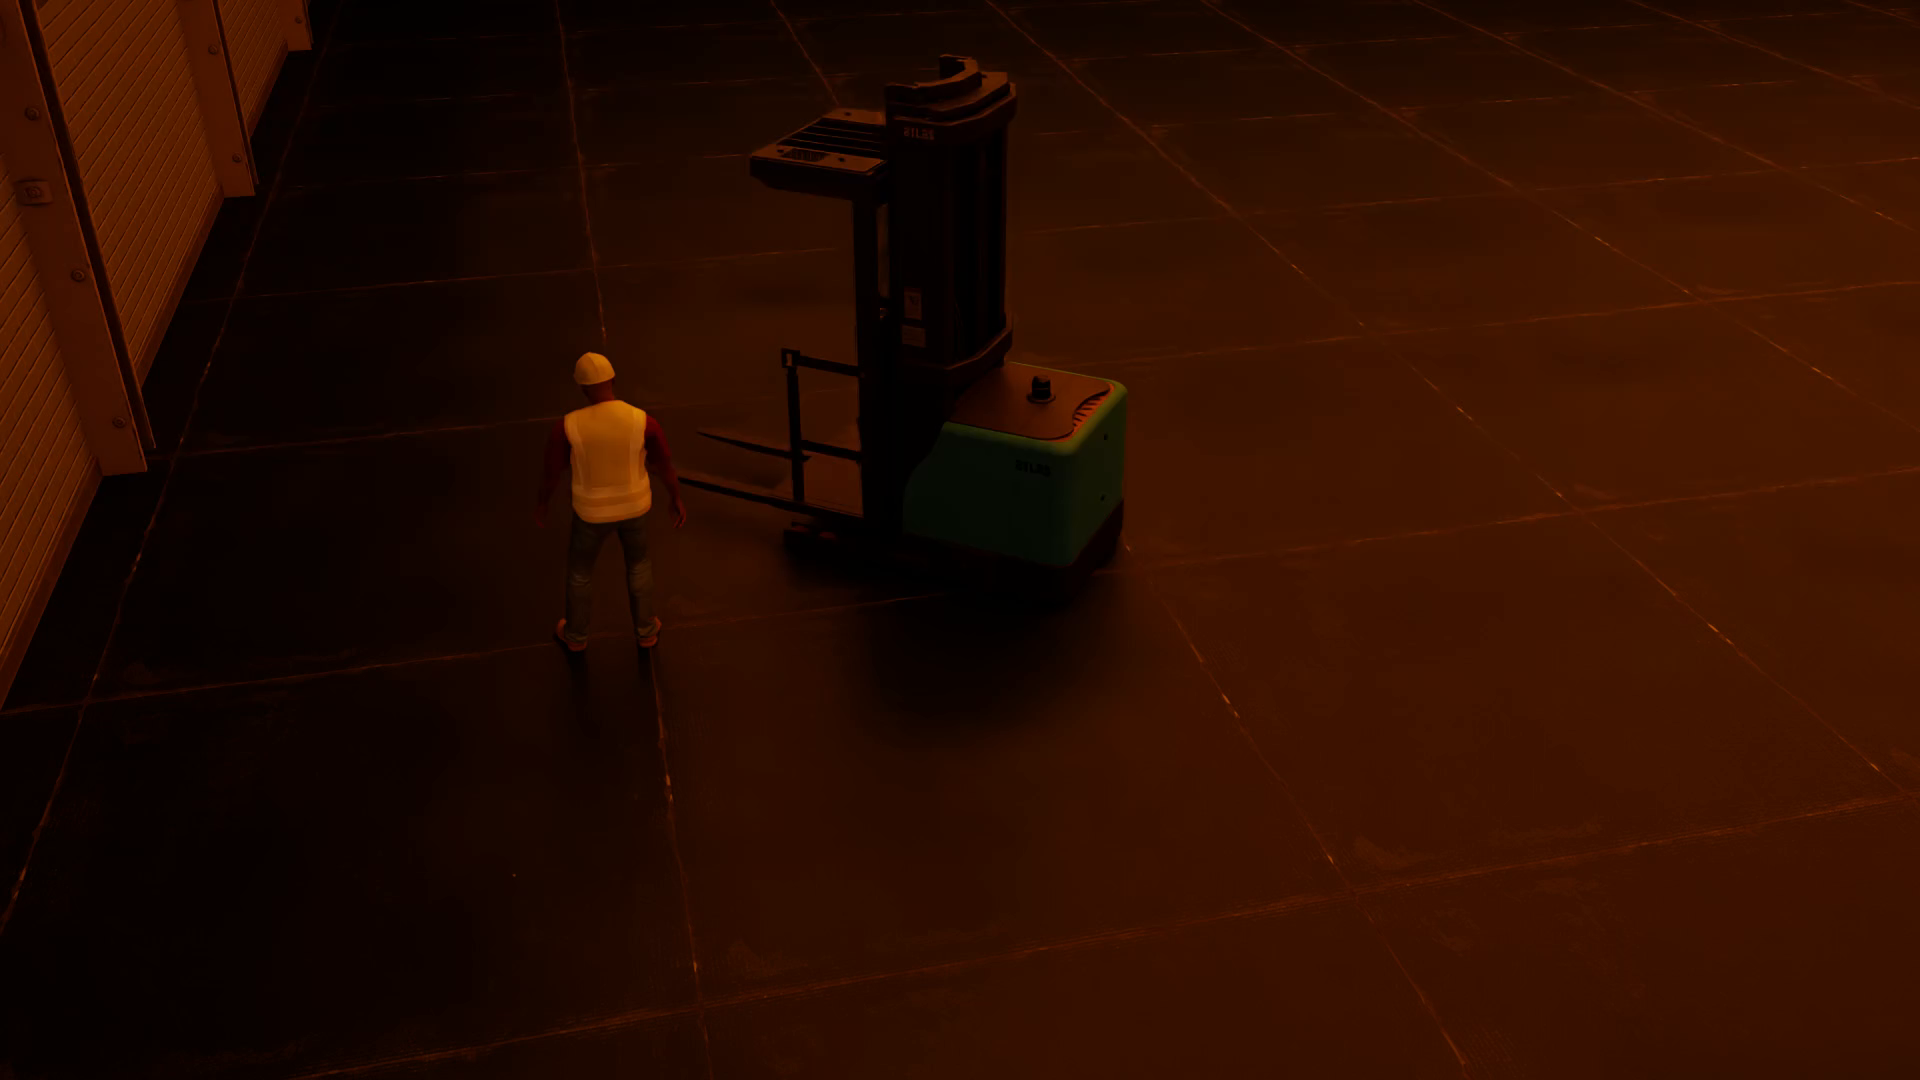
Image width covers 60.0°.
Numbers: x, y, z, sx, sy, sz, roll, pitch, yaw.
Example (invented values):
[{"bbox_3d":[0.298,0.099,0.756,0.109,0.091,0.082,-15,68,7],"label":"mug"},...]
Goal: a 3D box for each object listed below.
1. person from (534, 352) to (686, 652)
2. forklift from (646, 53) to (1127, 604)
[{"bbox_3d":[-1.926,-0.208,9.122,0.807,1.745,0.413,-10,31,-16],"label":"person"},{"bbox_3d":[-0.542,-1.378,9.956,3.031,2.935,1.130,13,32,21],"label":"forklift"}]
